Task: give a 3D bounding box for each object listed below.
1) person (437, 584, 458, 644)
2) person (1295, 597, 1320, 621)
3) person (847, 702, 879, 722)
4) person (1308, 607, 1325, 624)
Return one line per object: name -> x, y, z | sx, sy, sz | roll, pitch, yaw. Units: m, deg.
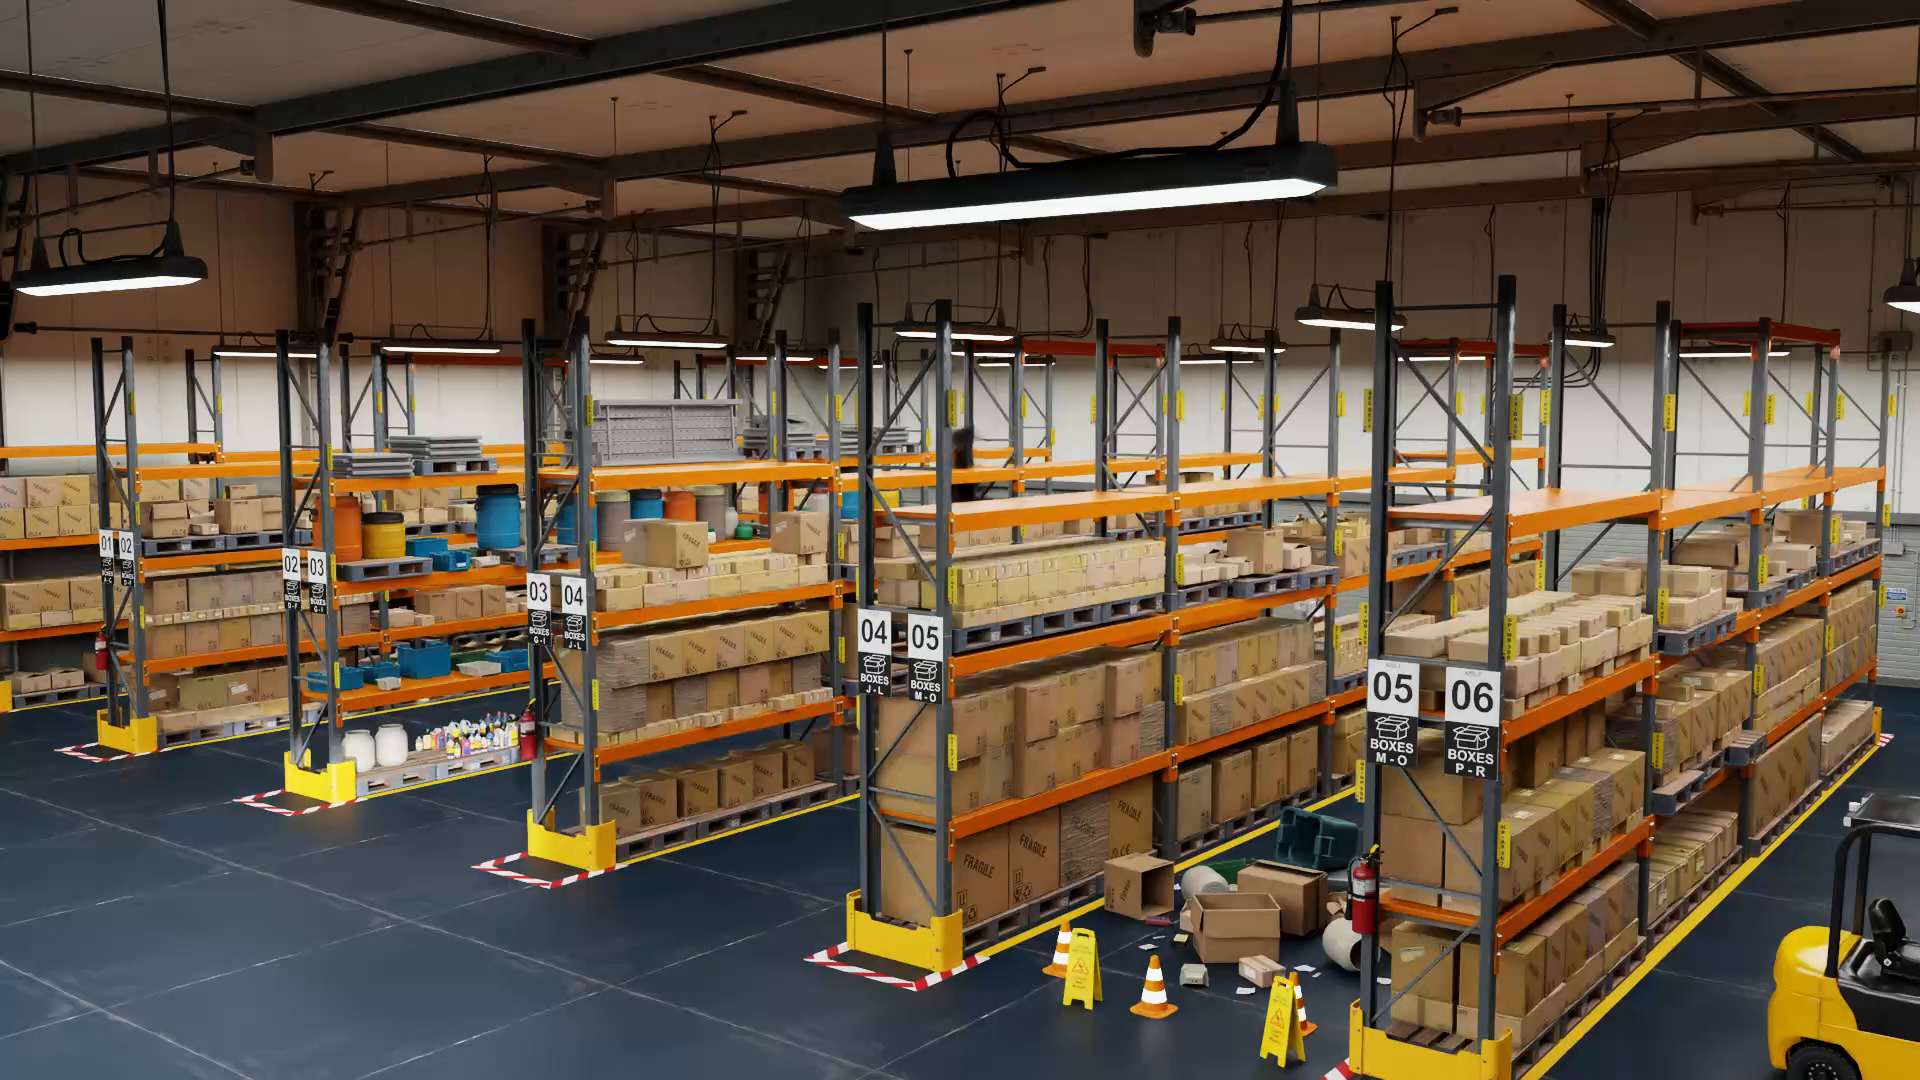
person -> -9.626, 1.618, 31.344 | 0.654, 1.670, 0.757 | 3, 6, 28
person -> 6.877, 1.410, 33.090 | 0.656, 1.829, 0.746 | 0, 5, 3
person -> -1.404, 2.213, 24.581 | 0.703, 1.645, 0.915 | 1, 5, 16
person -> 6.241, 1.919, 28.277 | 0.870, 1.617, 0.668 | -4, 6, -36
